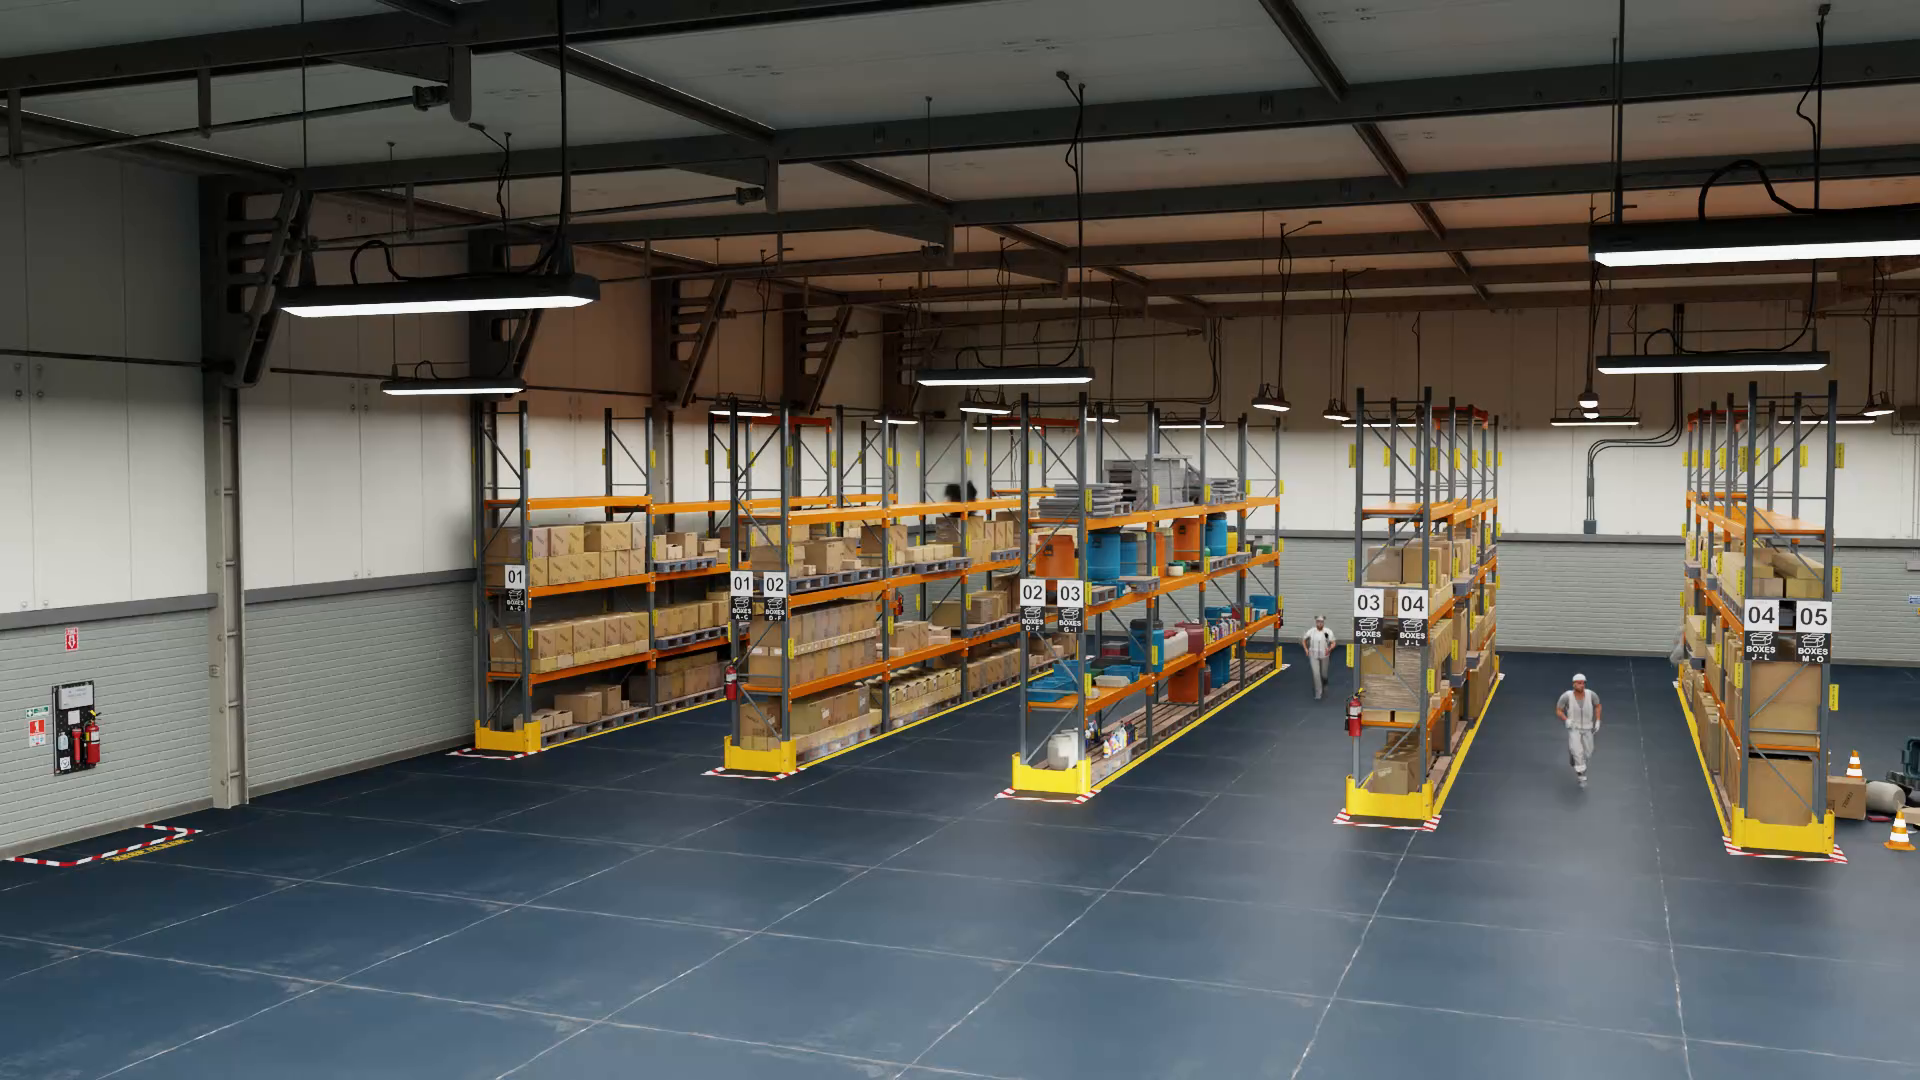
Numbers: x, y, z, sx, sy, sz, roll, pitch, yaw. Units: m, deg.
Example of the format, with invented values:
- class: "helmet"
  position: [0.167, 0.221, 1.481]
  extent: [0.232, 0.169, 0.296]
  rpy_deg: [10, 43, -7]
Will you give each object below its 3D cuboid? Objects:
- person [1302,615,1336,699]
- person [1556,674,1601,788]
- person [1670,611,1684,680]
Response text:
- class: "person"
  position: [7.517, 2.436, 34.852]
  extent: [0.695, 1.743, 0.809]
  rpy_deg: [1, 3, 12]
- class: "person"
  position: [9.511, 2.908, 25.594]
  extent: [0.692, 1.742, 0.729]
  rpy_deg: [0, 3, 4]
- class: "person"
  position: [16.220, 2.384, 37.347]
  extent: [0.518, 1.611, 0.618]
  rpy_deg: [1, 3, 17]
